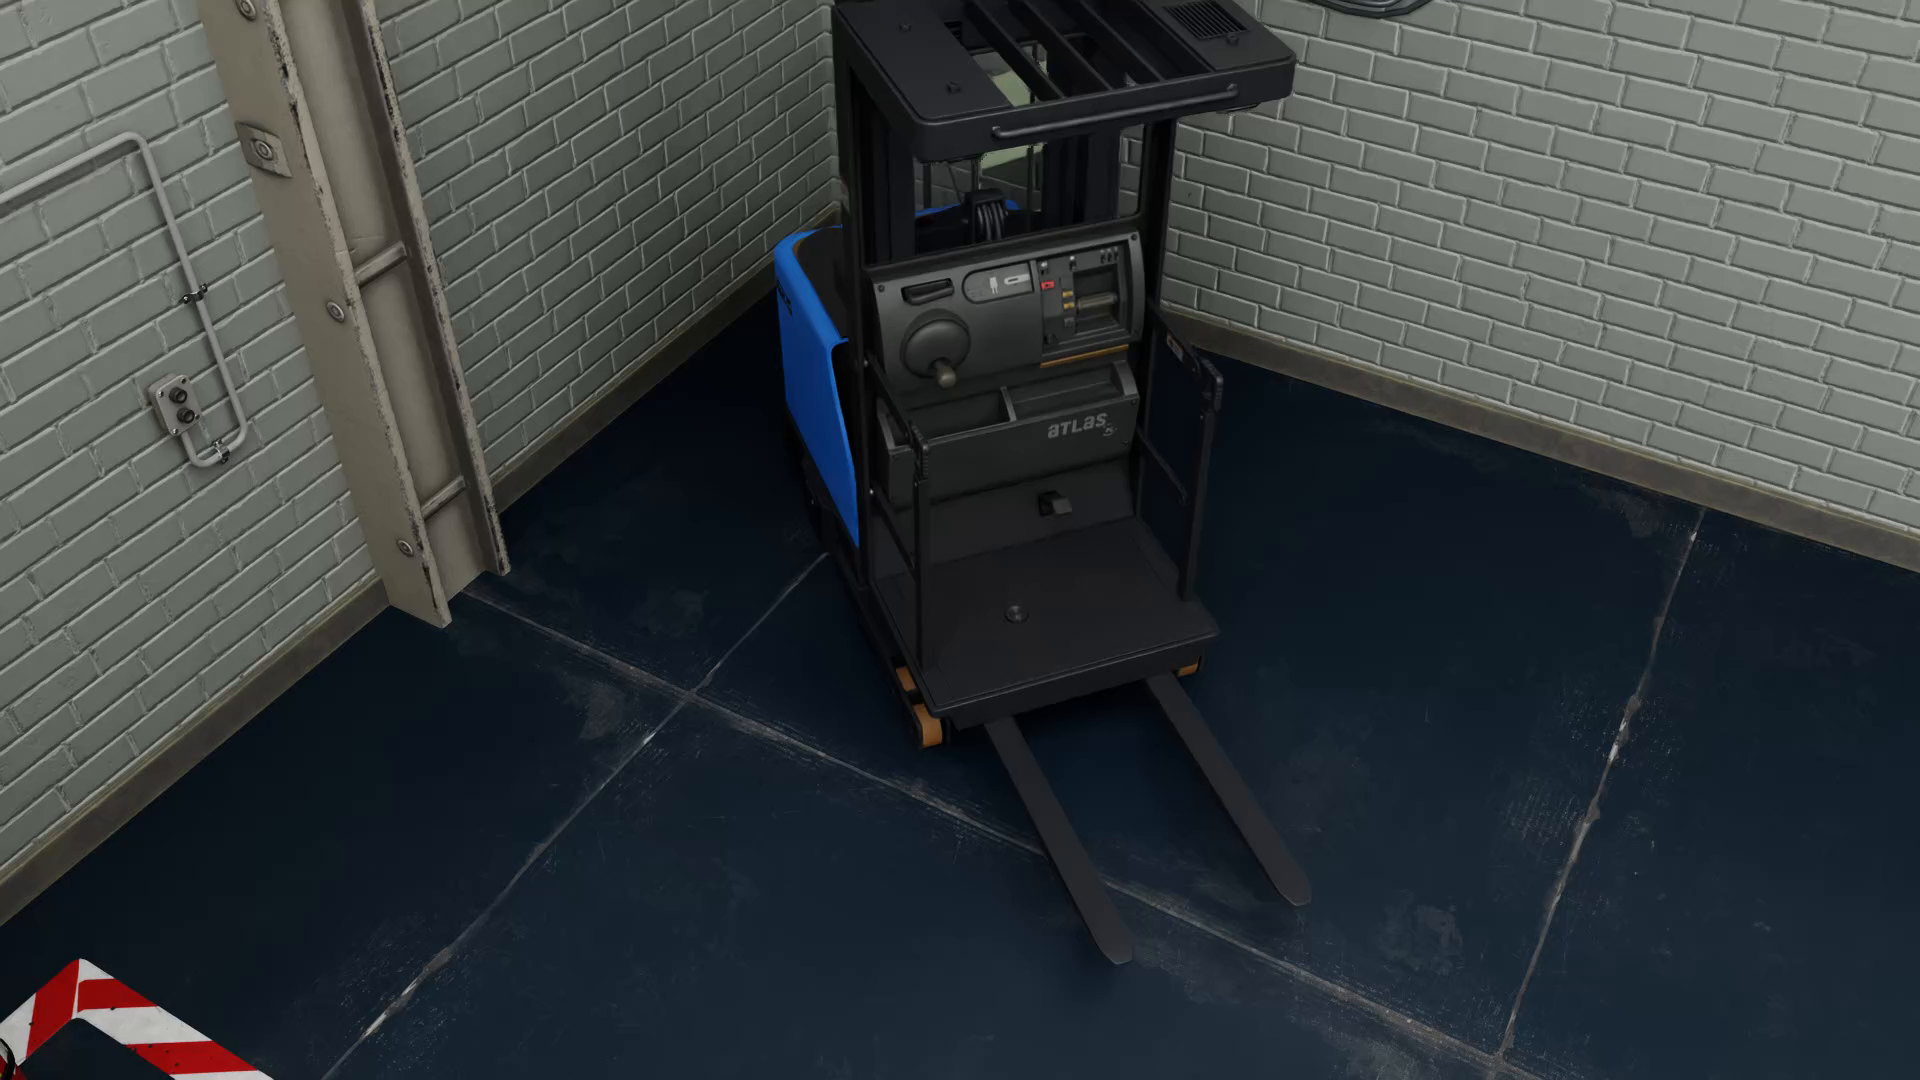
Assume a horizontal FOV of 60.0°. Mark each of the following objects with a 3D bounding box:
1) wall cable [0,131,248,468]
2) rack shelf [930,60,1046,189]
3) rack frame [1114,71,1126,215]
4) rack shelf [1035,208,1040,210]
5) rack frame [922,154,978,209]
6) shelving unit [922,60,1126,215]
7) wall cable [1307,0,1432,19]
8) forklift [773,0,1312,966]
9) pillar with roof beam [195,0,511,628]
[{"bbox_3d":[-2.795,-0.546,4.332,0.084,1.984,1.851,21,45,22],"label":"wall cable"},{"bbox_3d":[0.262,-1.731,6.990,0.720,0.370,0.431,-24,47,-24],"label":"rack shelf"},{"bbox_3d":[0.567,-1.571,7.400,0.023,1.500,0.400,-24,47,-24],"label":"rack frame"},{"bbox_3d":[0.262,-1.193,7.464,0.720,0.370,0.431,-24,47,-24],"label":"rack shelf"},{"bbox_3d":[-0.043,-1.305,7.097,0.023,1.500,0.400,-24,47,-24],"label":"rack frame"},{"bbox_3d":[0.262,-1.438,7.248,0.755,1.500,0.431,-24,47,-24],"label":"shelving unit"},{"bbox_3d":[0.523,-3.324,6.065,3.097,2.526,0.112,21,45,22],"label":"wall cable"},{"bbox_3d":[0.248,-0.675,5.299,1.130,2.935,3.031,-14,43,-15],"label":"forklift"},{"bbox_3d":[1.713,-1.778,1.960,9.100,9.000,0.400,21,45,22],"label":"pillar with roof beam"}]
